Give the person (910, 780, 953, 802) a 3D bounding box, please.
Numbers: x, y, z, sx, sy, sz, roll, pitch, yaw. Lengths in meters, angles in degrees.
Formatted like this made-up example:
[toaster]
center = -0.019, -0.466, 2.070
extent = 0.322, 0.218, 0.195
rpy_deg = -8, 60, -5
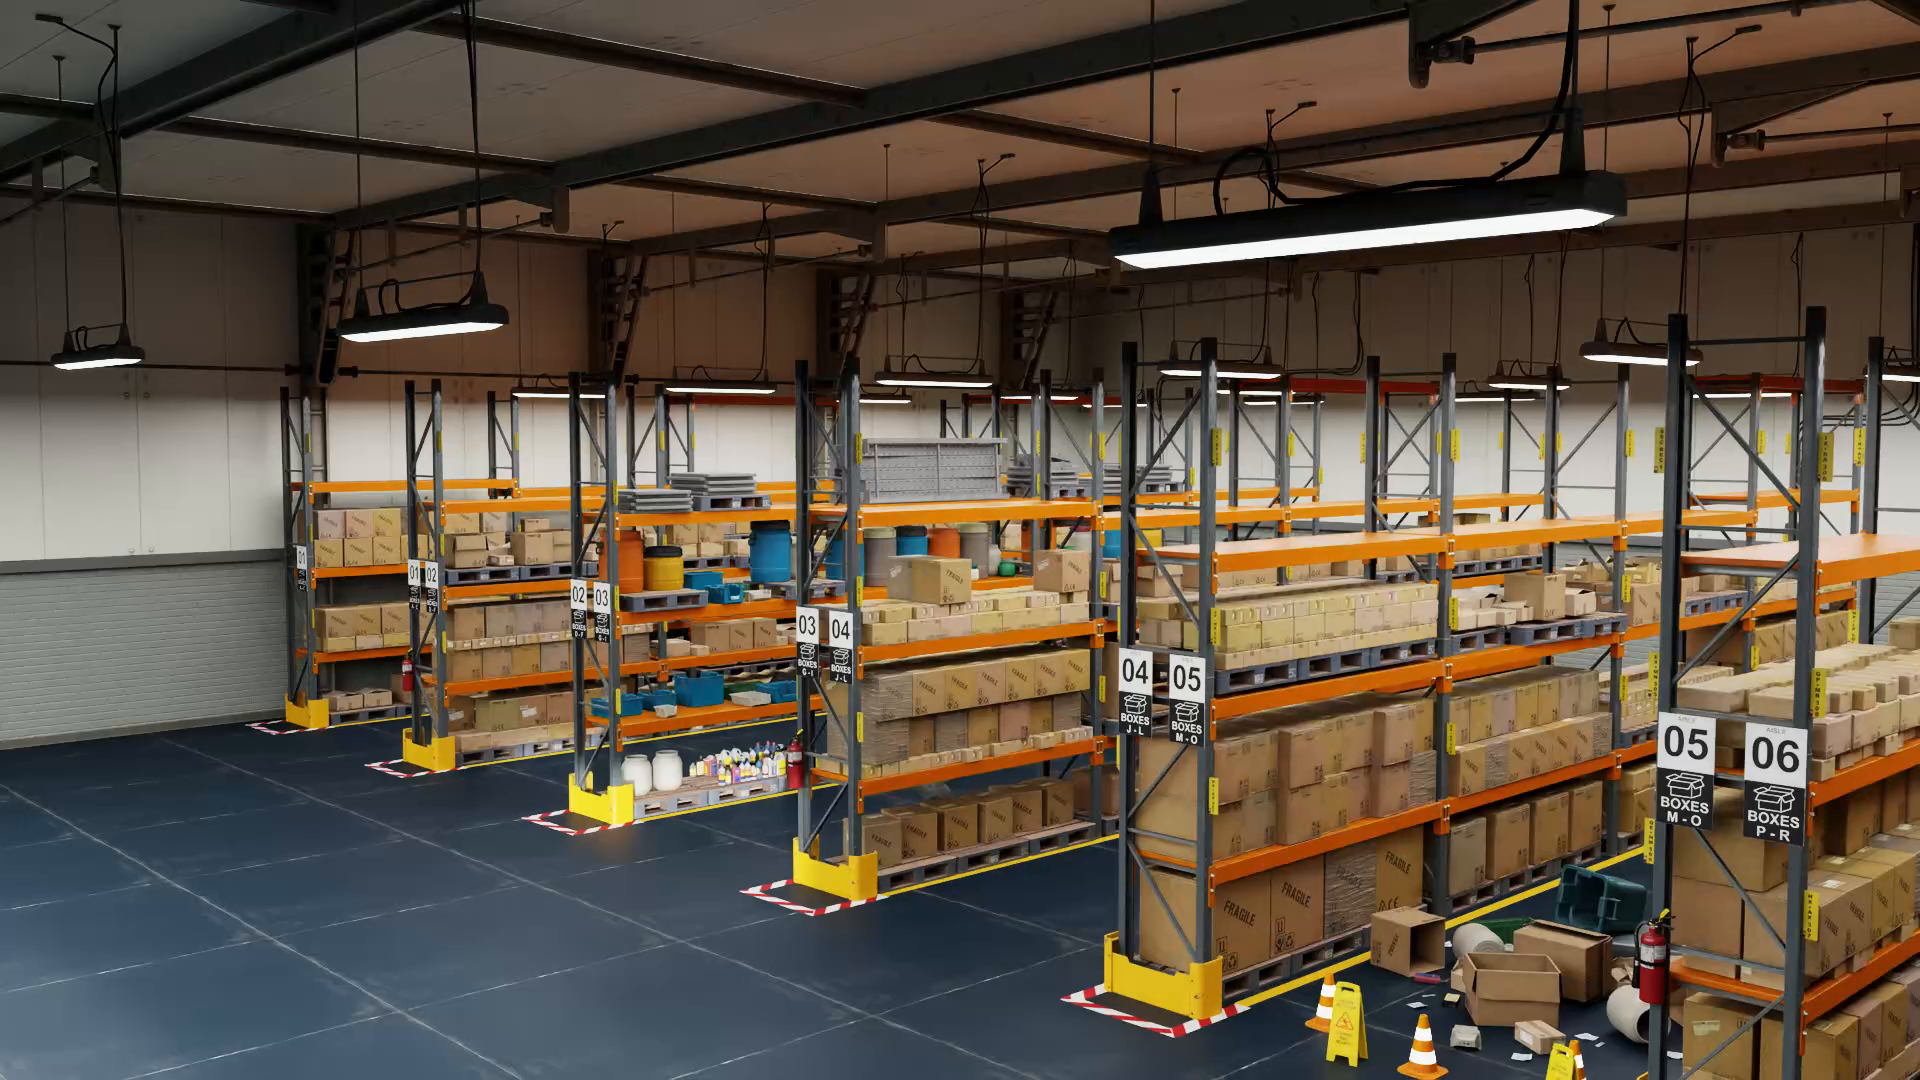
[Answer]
[person]
center = -0.436, 2.906, 22.364
extent = 0.971, 1.625, 0.679
rpy_deg = -3, 5, -40
